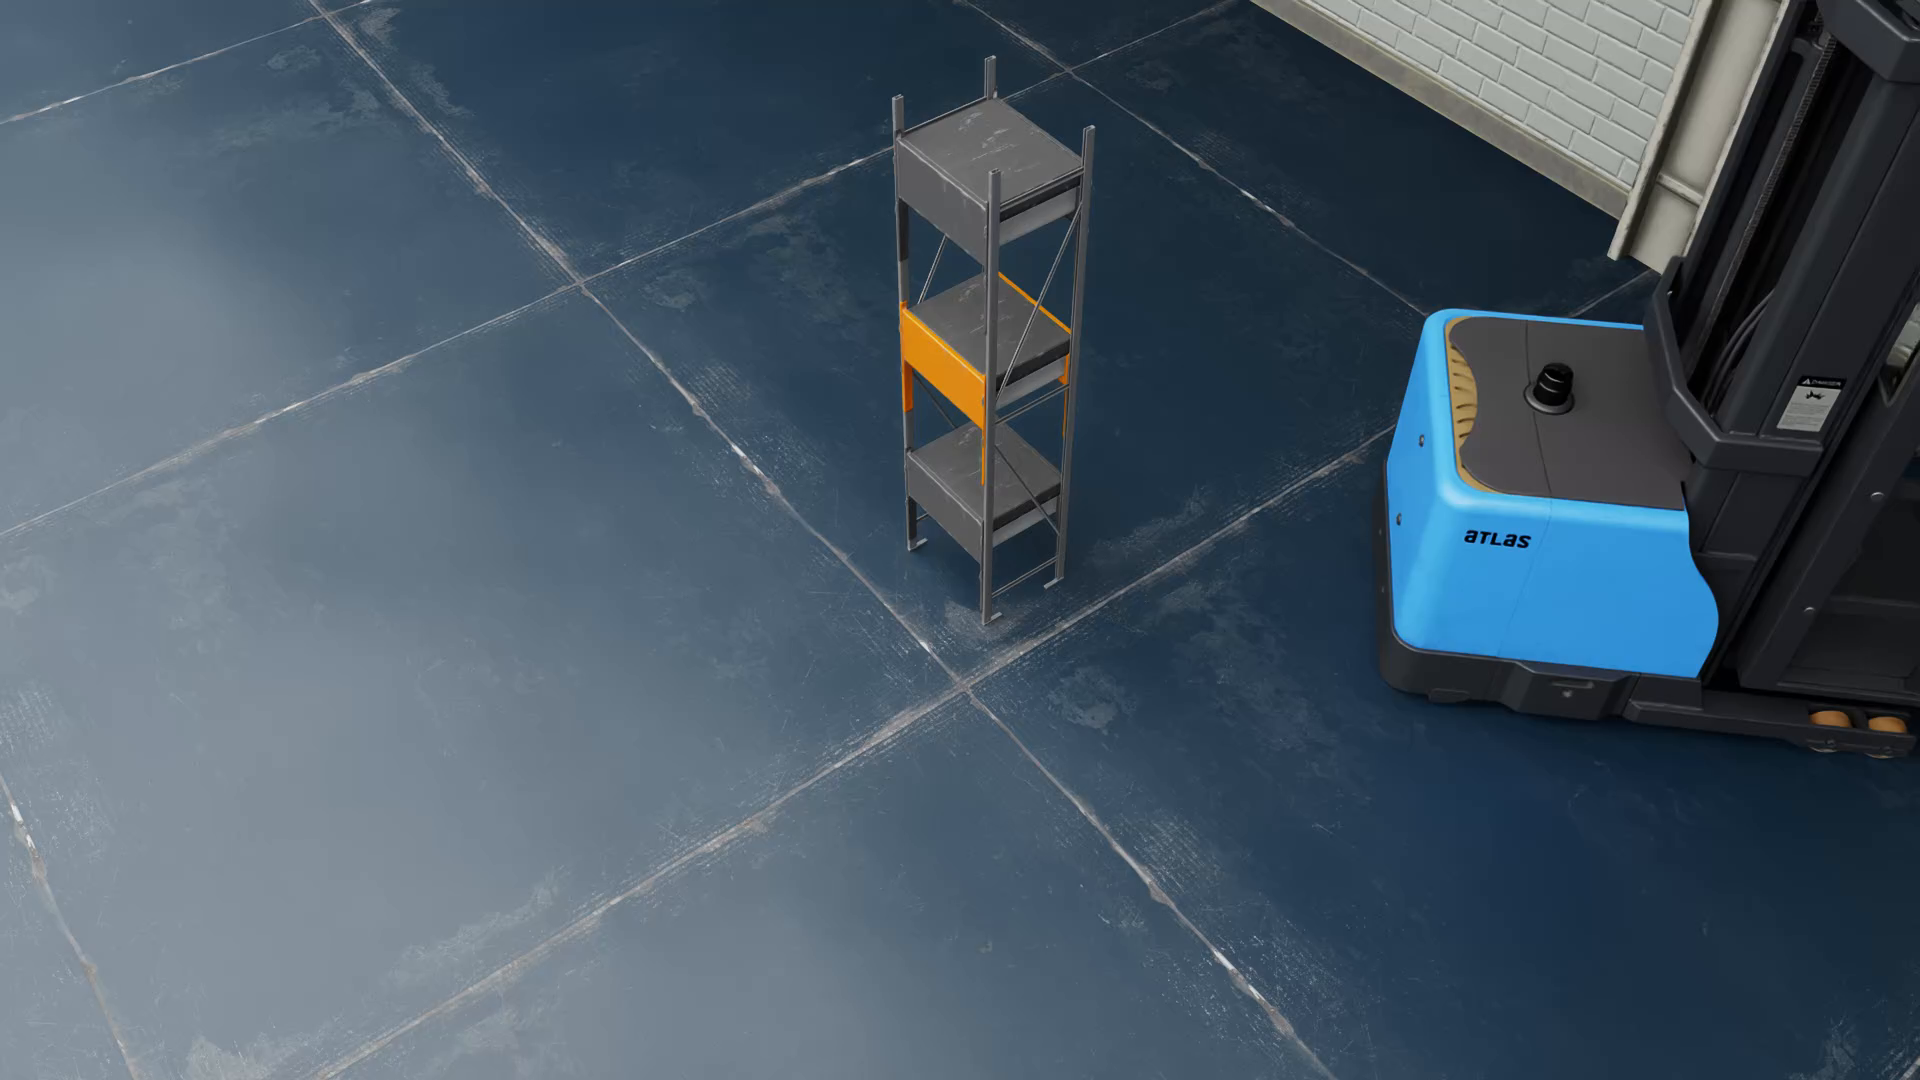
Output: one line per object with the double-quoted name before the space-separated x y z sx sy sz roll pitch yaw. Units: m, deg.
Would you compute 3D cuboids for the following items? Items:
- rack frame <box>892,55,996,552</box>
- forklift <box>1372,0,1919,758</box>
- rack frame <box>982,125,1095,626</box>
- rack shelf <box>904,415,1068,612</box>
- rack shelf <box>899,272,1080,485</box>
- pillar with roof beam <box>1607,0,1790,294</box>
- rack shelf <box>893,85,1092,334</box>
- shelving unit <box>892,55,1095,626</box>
"rack frame" -0.048 -0.751 6.013 0.400 2.100 0.015 -29 54 -24
"forklift" 3.124 -0.616 5.329 3.031 2.935 1.130 6 48 5
"rack frame" 0.248 -0.464 5.752 0.400 2.100 0.015 -29 54 -24
"rack shelf" 0.100 -0.128 6.411 0.431 0.518 0.480 -29 54 -24
"rack shelf" 0.100 -0.598 5.893 0.431 0.518 0.480 -29 54 -24
"pillar with roof beam" -0.078 -2.413 2.862 9.100 9.000 0.400 -29 54 -24
"rack shelf" 0.100 -1.069 5.374 0.431 0.518 0.480 -29 54 -24
"shelving unit" 0.100 -0.608 5.882 0.431 2.100 0.503 -29 54 -24
